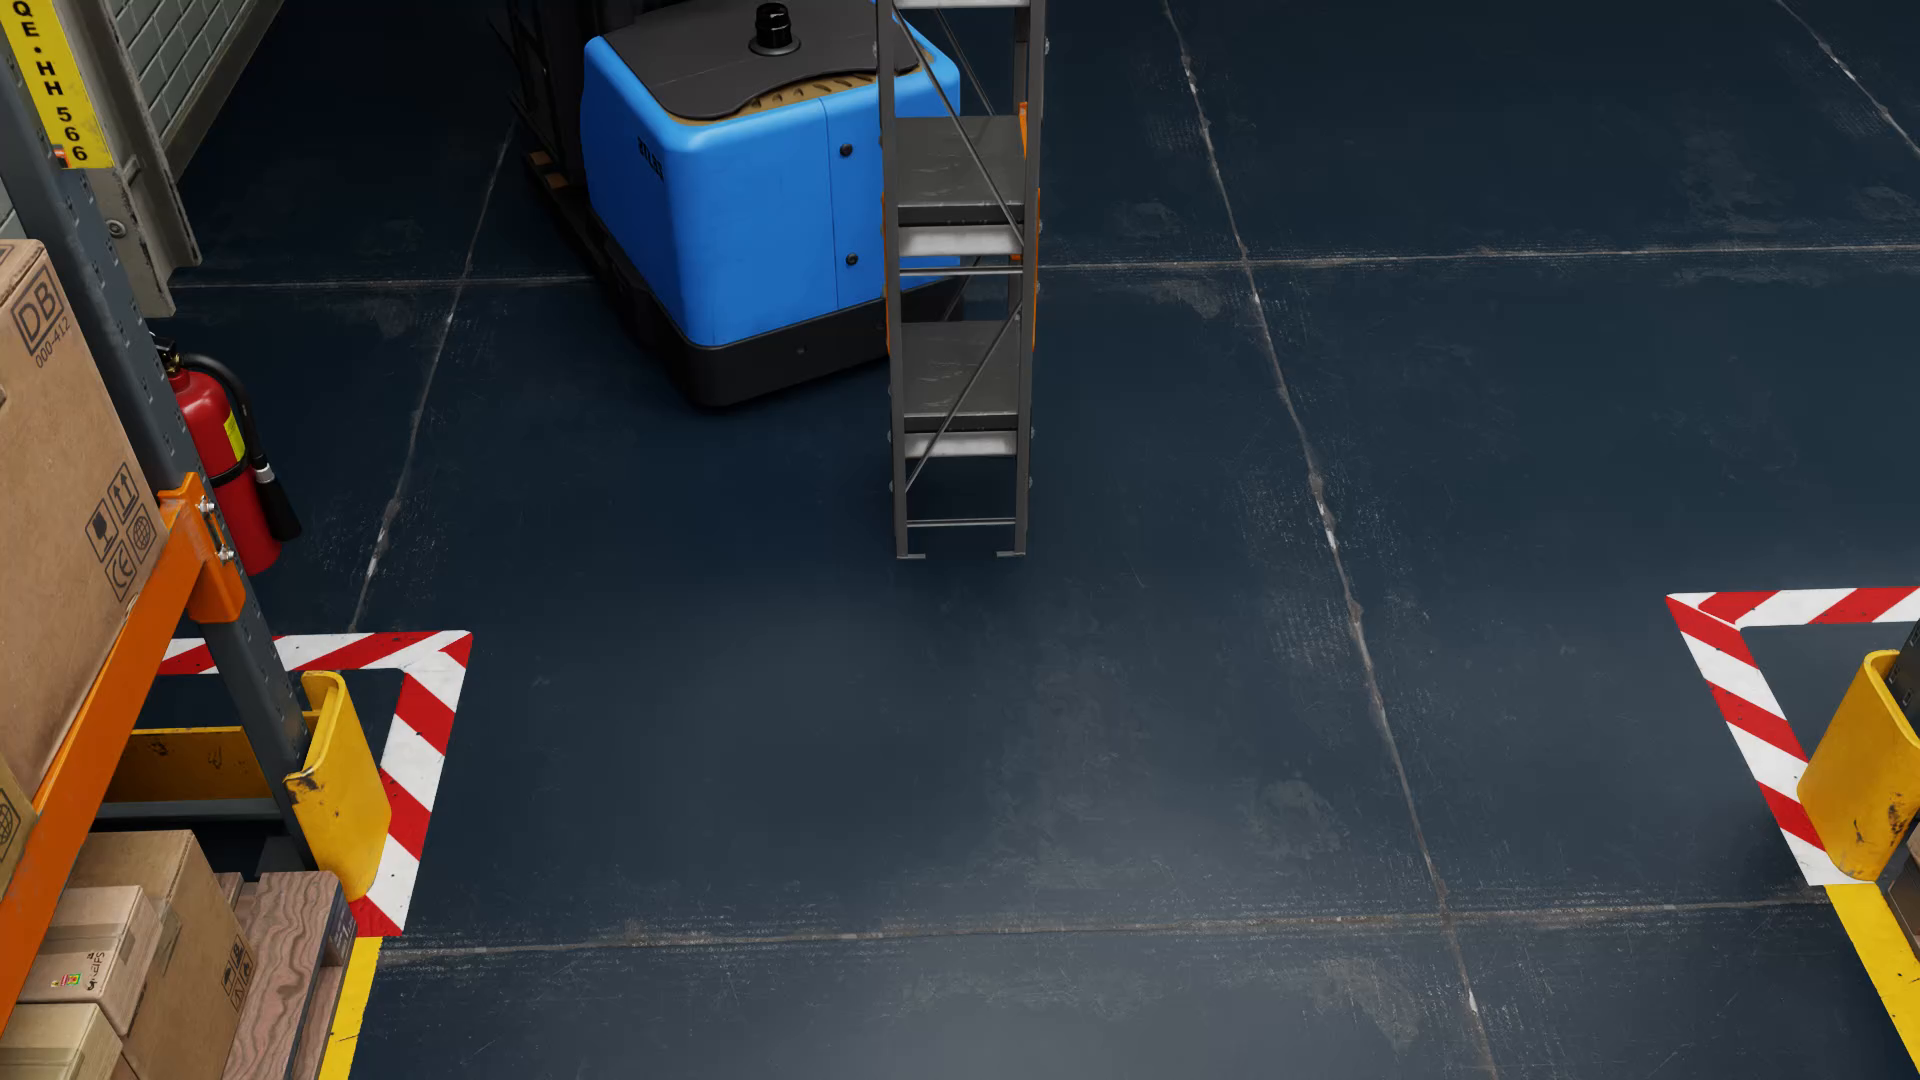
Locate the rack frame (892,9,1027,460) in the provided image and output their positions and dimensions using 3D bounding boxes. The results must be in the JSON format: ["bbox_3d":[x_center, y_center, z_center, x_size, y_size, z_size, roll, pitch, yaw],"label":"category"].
[{"bbox_3d":[-0.017,-1.051,4.842,0.400,2.100,0.015,-2,43,-2],"label":"rack frame"}]

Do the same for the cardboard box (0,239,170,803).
[{"bbox_3d":[-2.067,-0.029,2.840,0.980,0.700,0.700,0,43,0],"label":"cardboard box"}]

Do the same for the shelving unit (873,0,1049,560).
[{"bbox_3d":[-0.007,-0.886,4.662,0.431,2.100,0.503,-2,43,-2],"label":"shelving unit"}]

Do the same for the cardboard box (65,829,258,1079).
[{"bbox_3d":[-1.969,0.973,3.507,0.700,0.500,0.500,-2,43,-2],"label":"cardboard box"}]

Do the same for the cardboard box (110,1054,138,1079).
[{"bbox_3d":[-1.948,1.311,3.139,0.700,0.500,0.500,-2,43,-2],"label":"cardboard box"}]

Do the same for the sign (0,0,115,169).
[{"bbox_3d":[-1.556,-0.783,2.852,0.100,0.325,0.005,-2,43,-2],"label":"sign"}]

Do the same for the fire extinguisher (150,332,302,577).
[{"bbox_3d":[-1.644,-0.212,3.595,0.296,0.674,0.183,-2,43,-2],"label":"fire extinguisher"}]

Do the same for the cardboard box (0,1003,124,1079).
[{"bbox_3d":[-1.770,0.988,3.011,0.380,0.149,0.250,-1,43,-1],"label":"cardboard box"}]

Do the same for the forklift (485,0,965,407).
[{"bbox_3d":[-1.129,-2.521,5.831,1.130,2.935,3.031,-20,46,-21],"label":"forklift"}]

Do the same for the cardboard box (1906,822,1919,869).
[{"bbox_3d":[2.524,0.774,3.970,0.380,0.149,0.250,-2,43,-2],"label":"cardboard box"}]

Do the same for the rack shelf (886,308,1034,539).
[{"bbox_3d":[-0.007,-0.360,5.145,0.431,0.518,0.480,-2,43,-2],"label":"rack shelf"}]

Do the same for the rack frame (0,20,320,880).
[{"bbox_3d":[-2.099,-0.263,3.317,1.000,3.000,0.127,-2,43,-2],"label":"rack frame"}]

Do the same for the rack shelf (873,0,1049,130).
[{"bbox_3d":[-0.007,-1.392,4.199,0.431,0.518,0.480,-2,43,-2],"label":"rack shelf"}]

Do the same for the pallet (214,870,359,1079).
[{"bbox_3d":[-1.987,1.303,3.673,1.003,0.211,1.213,-2,43,-2],"label":"pallet"}]

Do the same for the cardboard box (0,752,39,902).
[{"bbox_3d":[-2.025,0.461,2.305,0.980,0.700,0.700,-2,43,-2],"label":"cardboard box"}]

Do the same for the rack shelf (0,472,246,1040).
[{"bbox_3d":[-2.014,1.352,2.087,1.077,0.370,4.000,-2,43,-2],"label":"rack shelf"}]

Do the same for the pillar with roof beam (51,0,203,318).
[{"bbox_3d":[1.223,-4.396,3.386,9.100,9.000,0.400,-2,43,-2],"label":"pillar with roof beam"}]

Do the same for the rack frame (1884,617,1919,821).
[{"bbox_3d":[2.850,-0.408,3.475,1.000,3.000,0.127,-2,43,-2],"label":"rack frame"}]

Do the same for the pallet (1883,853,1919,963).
[{"bbox_3d":[2.888,1.210,3.774,1.003,0.211,1.213,-2,43,-2],"label":"pallet"}]

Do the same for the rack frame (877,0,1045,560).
[{"bbox_3d":[0.003,-0.721,4.483,0.400,2.100,0.015,-2,43,-2],"label":"rack frame"}]

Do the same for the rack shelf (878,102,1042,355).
[{"bbox_3d":[-0.007,-0.876,4.672,0.431,0.518,0.480,-2,43,-2],"label":"rack shelf"}]

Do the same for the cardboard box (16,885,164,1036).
[{"bbox_3d":[-1.782,0.816,3.199,0.380,0.149,0.250,-2,43,-2],"label":"cardboard box"}]

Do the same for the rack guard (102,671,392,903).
[{"bbox_3d":[-2.100,0.642,4.179,1.175,0.500,0.348,-2,43,-2],"label":"rack guard"}]

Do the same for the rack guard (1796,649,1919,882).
[{"bbox_3d":[2.853,0.565,4.263,1.175,0.500,0.348,-2,43,-2],"label":"rack guard"}]
